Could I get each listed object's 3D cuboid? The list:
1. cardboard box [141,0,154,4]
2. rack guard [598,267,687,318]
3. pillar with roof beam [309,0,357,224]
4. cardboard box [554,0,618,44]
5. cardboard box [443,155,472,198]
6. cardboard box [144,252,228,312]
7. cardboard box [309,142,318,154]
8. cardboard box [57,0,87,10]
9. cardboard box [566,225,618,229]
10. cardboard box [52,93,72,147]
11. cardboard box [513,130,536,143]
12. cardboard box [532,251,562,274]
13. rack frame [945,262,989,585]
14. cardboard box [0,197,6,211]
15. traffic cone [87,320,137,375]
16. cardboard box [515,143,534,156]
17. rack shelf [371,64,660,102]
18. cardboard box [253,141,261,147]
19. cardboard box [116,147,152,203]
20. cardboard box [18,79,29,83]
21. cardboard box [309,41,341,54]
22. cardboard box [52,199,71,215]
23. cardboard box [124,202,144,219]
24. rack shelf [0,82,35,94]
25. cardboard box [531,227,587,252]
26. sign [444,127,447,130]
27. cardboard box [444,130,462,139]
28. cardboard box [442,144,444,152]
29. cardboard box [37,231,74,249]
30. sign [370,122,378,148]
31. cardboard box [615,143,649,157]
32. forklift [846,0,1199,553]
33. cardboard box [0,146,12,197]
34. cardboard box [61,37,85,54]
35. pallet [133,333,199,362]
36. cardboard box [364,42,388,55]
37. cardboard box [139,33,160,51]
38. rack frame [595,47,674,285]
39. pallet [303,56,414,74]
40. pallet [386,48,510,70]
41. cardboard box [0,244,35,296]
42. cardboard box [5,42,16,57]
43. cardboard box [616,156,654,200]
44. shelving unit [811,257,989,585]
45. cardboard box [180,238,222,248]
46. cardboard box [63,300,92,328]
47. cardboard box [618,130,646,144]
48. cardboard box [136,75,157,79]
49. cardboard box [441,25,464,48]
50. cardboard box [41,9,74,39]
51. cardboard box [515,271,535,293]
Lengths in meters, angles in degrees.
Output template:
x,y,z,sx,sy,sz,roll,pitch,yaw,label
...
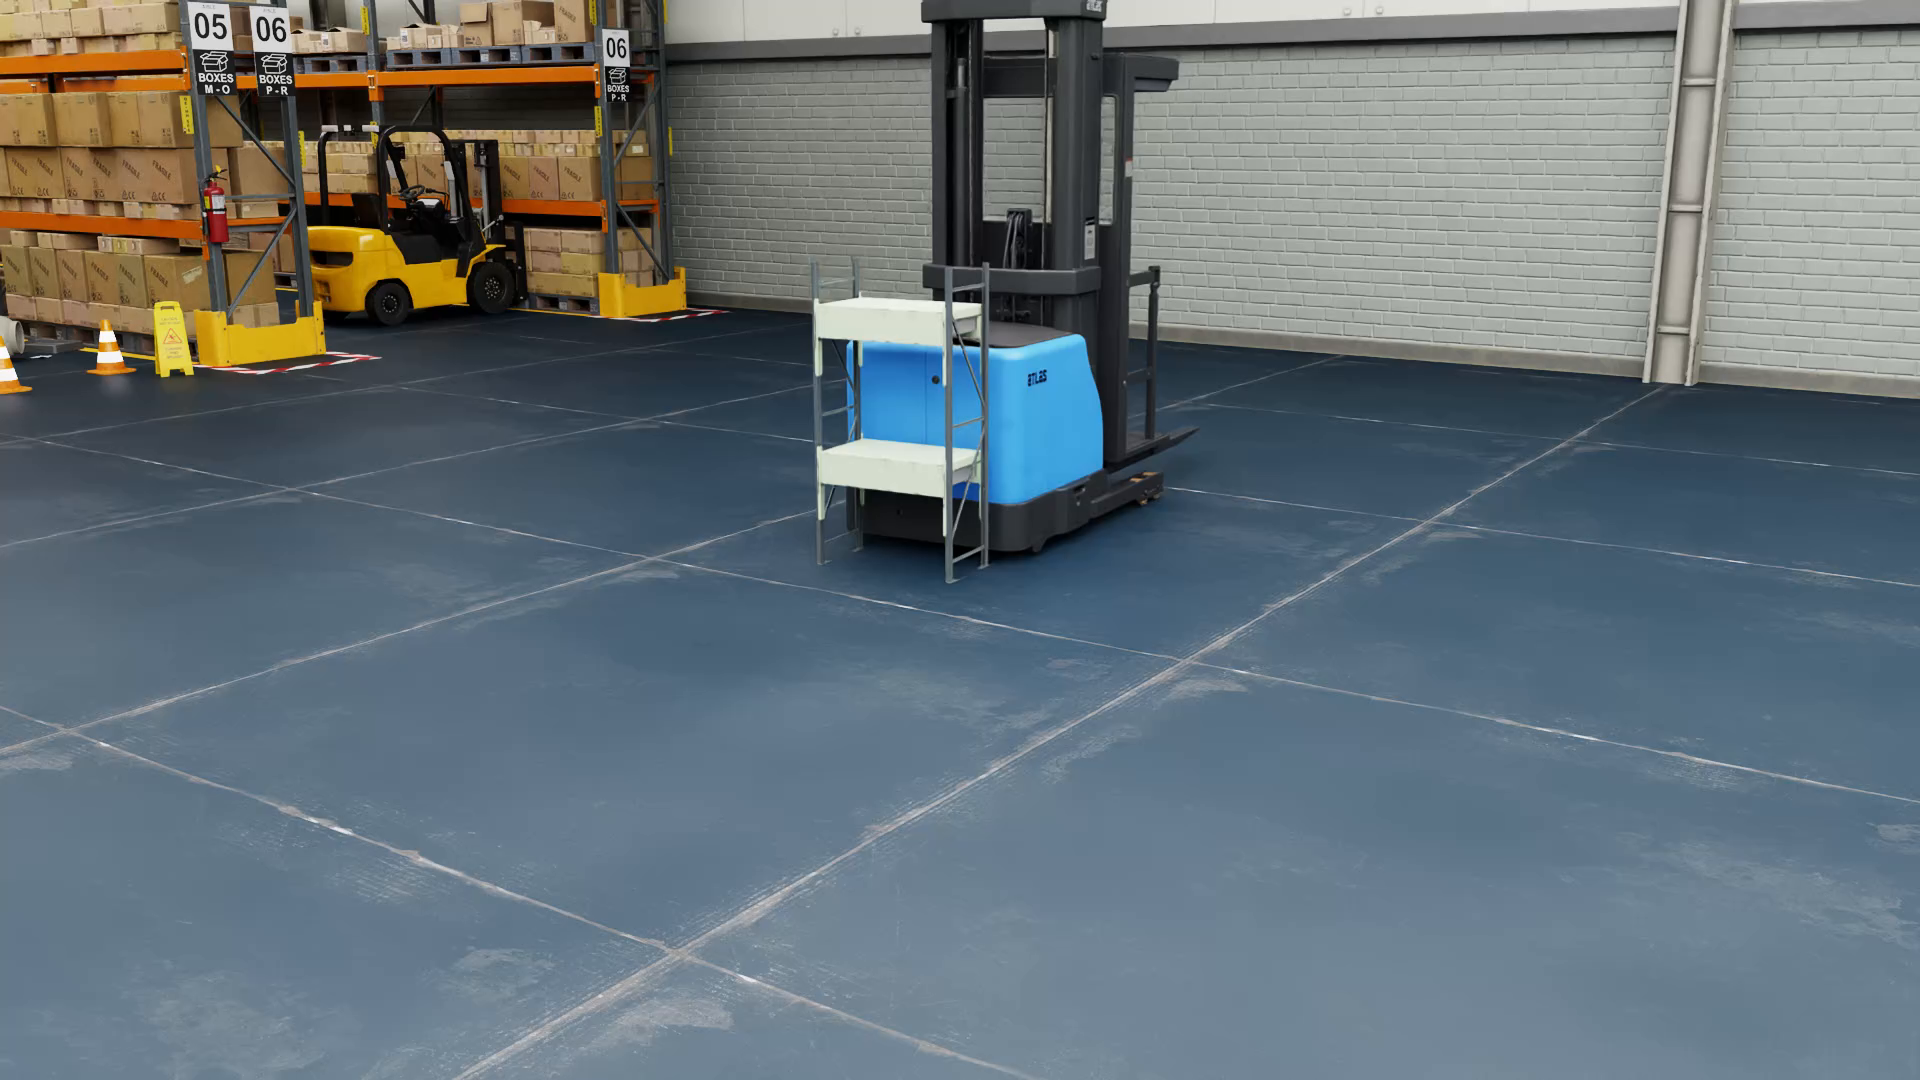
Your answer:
x,y,z,sx,sy,sz,roll,pitch,yaw,label
-7.168,-4.914,15.053,0.250,0.149,0.380,10,17,34,cardboard box
-3.743,-2.938,19.650,0.348,0.500,1.175,9,17,33,rack guard
-11.219,-7.286,19.528,0.400,9.000,9.100,9,17,33,pillar with roof beam
-4.266,-5.922,18.971,0.500,0.500,0.500,10,17,35,cardboard box
-5.997,-4.493,20.525,0.500,0.500,0.500,9,17,32,cardboard box
-7.340,-2.453,15.776,0.500,0.500,0.500,9,17,33,cardboard box
-8.362,-5.186,21.974,0.250,0.149,0.380,9,16,31,cardboard box
-8.267,-5.071,15.686,0.250,0.149,0.380,10,17,34,cardboard box
-4.473,-3.677,20.203,0.500,0.250,0.500,9,17,33,cardboard box
-8.308,-4.079,16.151,0.500,0.500,0.700,9,17,32,cardboard box
-5.075,-4.786,19.736,0.250,0.149,0.380,10,17,34,cardboard box
-4.751,-3.338,19.875,0.500,0.250,0.500,9,17,32,cardboard box
0.036,-0.556,7.946,0.023,1.500,0.400,7,16,28,rack frame
-9.767,-3.472,17.131,0.250,0.149,0.380,9,17,33,cardboard box
-7.607,-1.733,14.861,0.334,0.463,0.336,9,17,33,traffic cone
-5.064,-4.646,19.789,0.250,0.149,0.380,9,16,31,cardboard box
-5.422,-5.529,20.172,4.000,0.370,1.077,9,17,33,rack shelf
-9.402,-5.364,22.691,0.250,0.149,0.380,9,17,33,cardboard box
-7.547,-3.443,15.662,0.500,0.500,0.500,9,17,33,cardboard box
-14.183,-7.087,25.490,0.250,0.149,0.380,9,17,32,cardboard box
-8.164,-6.364,21.488,0.250,0.149,0.380,9,17,33,cardboard box
-8.710,-3.299,16.430,0.250,0.149,0.380,9,17,33,cardboard box
-7.663,-3.129,15.742,0.250,0.149,0.380,10,17,34,cardboard box
-15.380,-7.139,26.673,4.000,0.370,1.077,9,17,33,rack shelf
-4.746,-3.576,19.792,0.500,0.250,0.500,10,17,34,cardboard box
-6.773,-5.260,21.864,0.005,0.325,0.100,9,17,33,sign
-6.112,-4.963,20.451,0.250,0.149,0.380,9,16,32,cardboard box
-6.137,-4.812,20.461,0.250,0.149,0.380,9,17,32,cardboard box
-9.012,-3.018,16.711,0.250,0.149,0.380,10,17,35,cardboard box
-7.377,-5.105,20.958,0.005,0.325,0.100,9,17,33,sign
-3.899,-4.615,19.665,0.250,0.149,0.380,9,16,31,cardboard box
0.548,-1.665,9.449,1.130,2.935,3.031,7,16,28,forklift
-9.640,-3.779,17.019,0.500,0.500,0.500,9,17,33,cardboard box
-8.281,-4.687,15.796,0.250,0.149,0.380,9,16,32,cardboard box
-7.247,-1.937,16.207,1.213,0.211,1.003,9,17,33,pallet
-7.677,-6.430,21.755,0.250,0.149,0.380,9,17,33,cardboard box
-7.207,-4.517,15.109,0.250,0.149,0.380,9,17,33,cardboard box
-3.763,-4.154,19.363,0.127,3.000,1.000,9,17,33,rack frame
-7.821,-6.170,21.659,1.217,0.209,0.805,8,16,31,pallet
-6.360,-5.995,20.739,1.213,0.211,1.003,9,17,33,pallet
-9.510,-2.801,17.182,0.500,0.500,0.500,10,17,35,cardboard box
-9.274,-4.886,16.601,0.250,0.149,0.380,9,17,33,cardboard box
-4.019,-4.325,19.843,0.500,0.500,0.500,10,17,35,cardboard box
-0.286,-0.598,8.116,0.755,1.500,0.431,7,16,28,shelving unit
-10.872,-4.231,24.002,0.500,0.500,0.500,10,17,34,cardboard box
-8.619,-2.297,16.707,0.500,0.250,0.500,9,16,32,cardboard box
-3.922,-4.750,19.591,0.250,0.149,0.380,9,16,32,cardboard box
-11.380,-6.698,23.708,0.500,0.250,0.500,9,17,33,cardboard box
-6.020,-6.074,20.074,0.258,0.266,0.396,9,16,31,cardboard box
-8.375,-4.910,15.867,0.500,0.250,0.500,9,17,33,cardboard box
-5.146,-3.161,20.198,0.500,0.250,0.500,9,17,33,cardboard box
